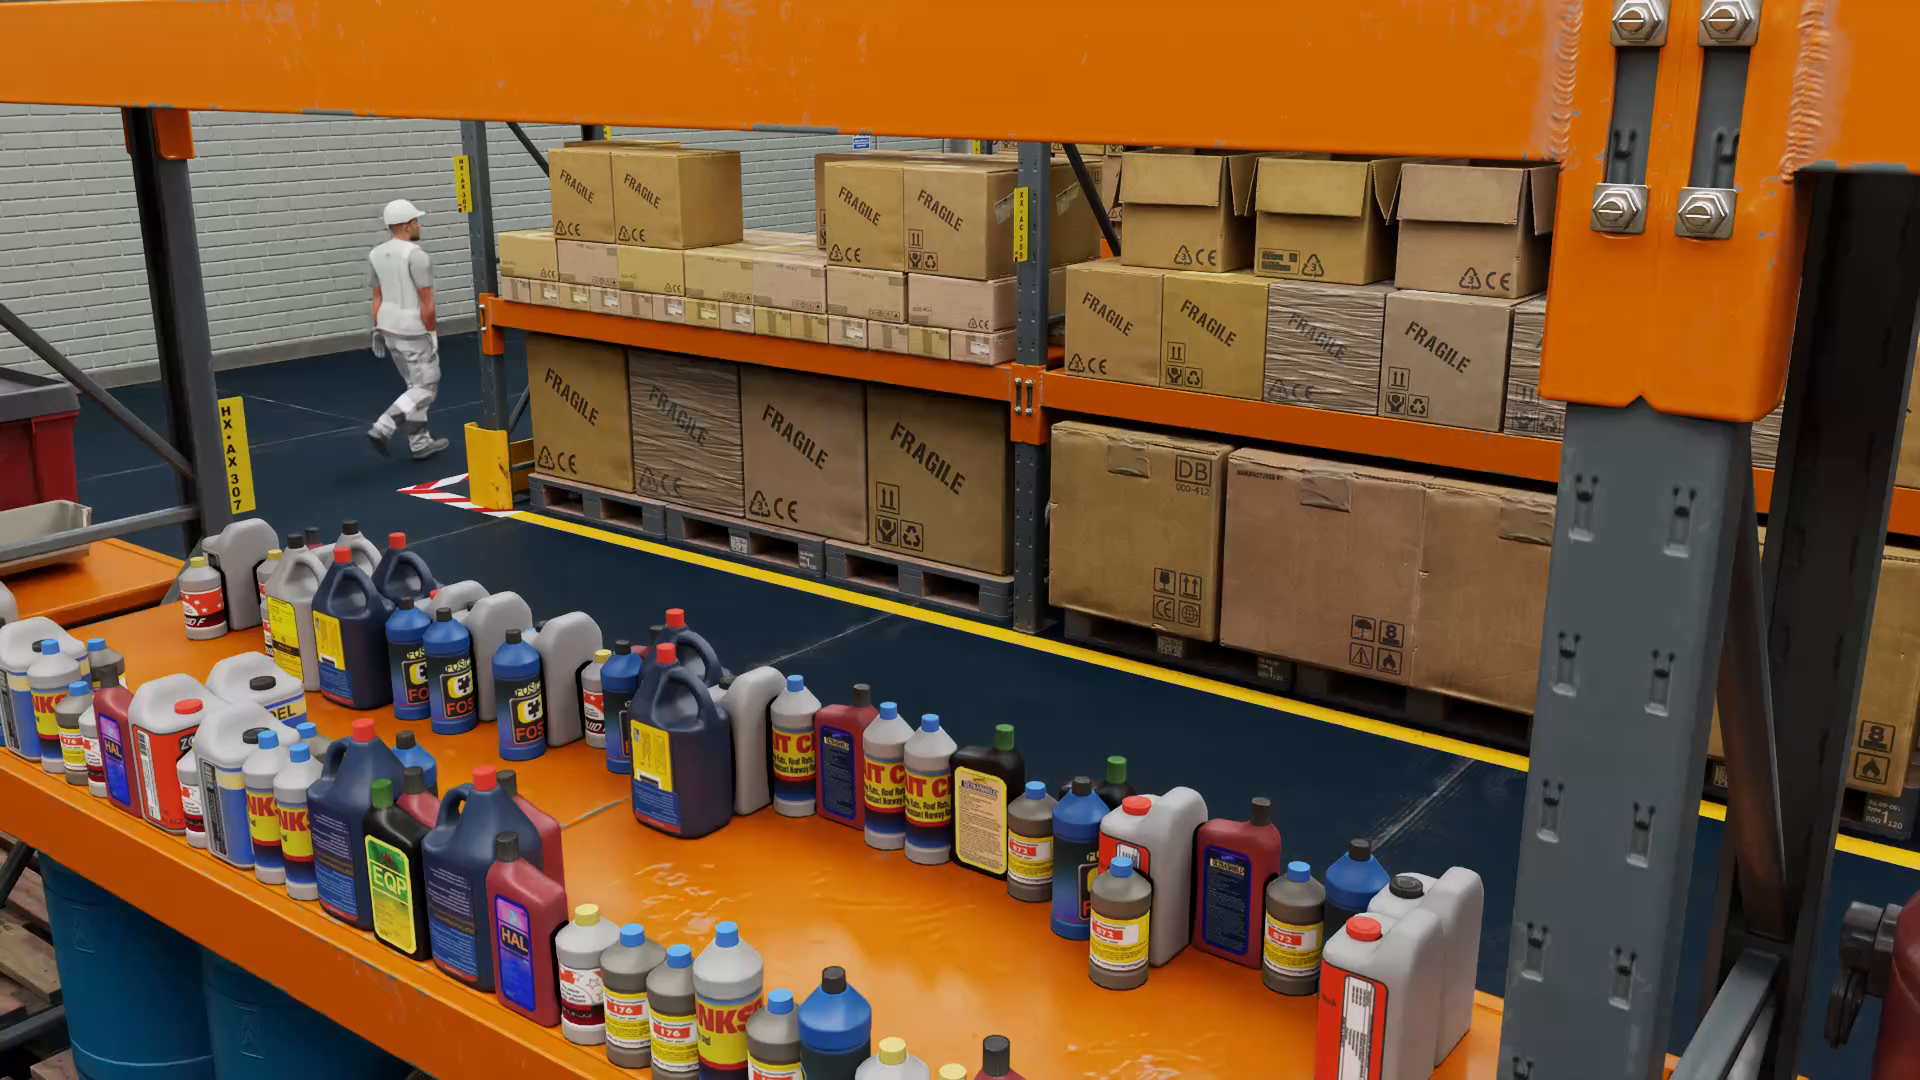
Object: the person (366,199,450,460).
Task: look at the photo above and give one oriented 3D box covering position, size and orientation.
[{"bbox_3d":[-3.755,-1.375,11.154,0.601,1.777,0.767,10,19,31],"label":"person"}]
